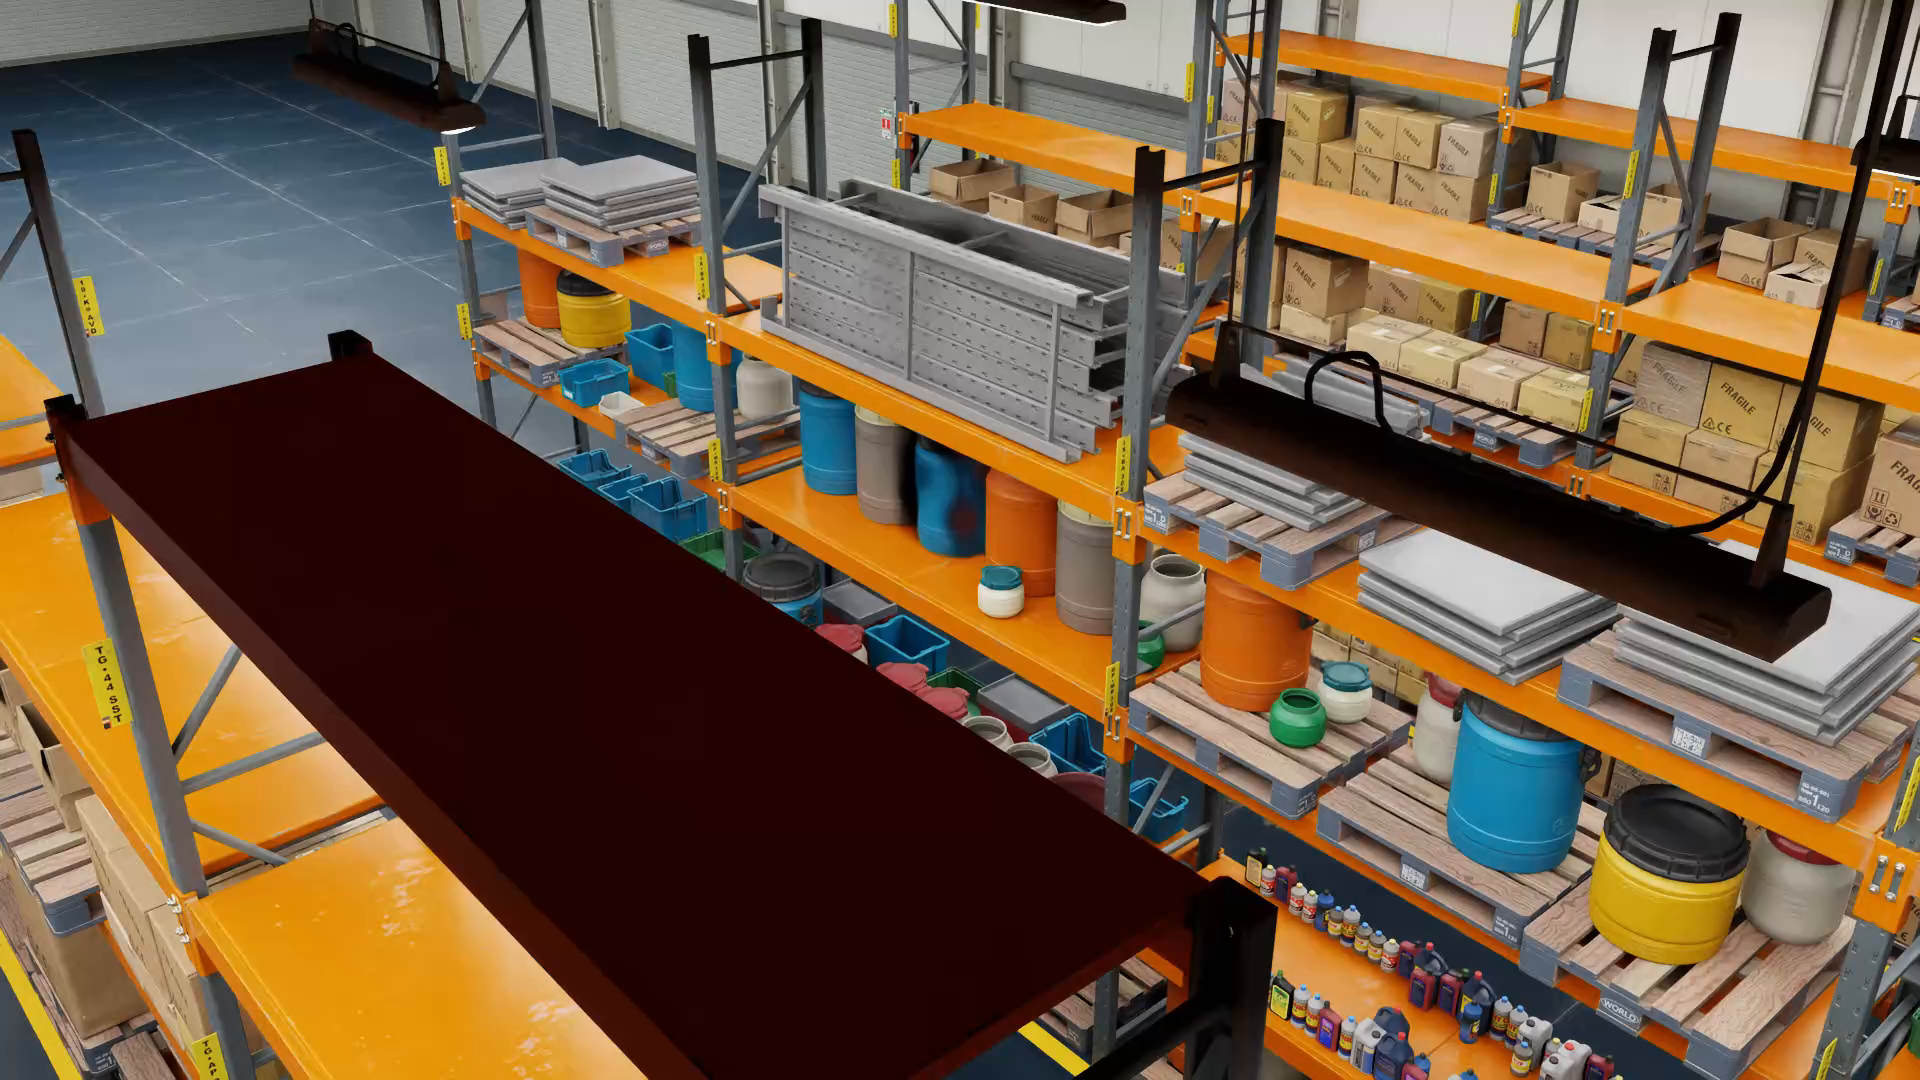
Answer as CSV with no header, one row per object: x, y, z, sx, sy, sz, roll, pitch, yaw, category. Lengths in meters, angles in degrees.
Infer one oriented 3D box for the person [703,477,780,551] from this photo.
-2.239,-0.535,16.968,0.909,1.525,0.672,-3,27,-6,person

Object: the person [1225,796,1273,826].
2.249,1.413,12.415,0.540,1.626,0.668,-18,32,-31,person
